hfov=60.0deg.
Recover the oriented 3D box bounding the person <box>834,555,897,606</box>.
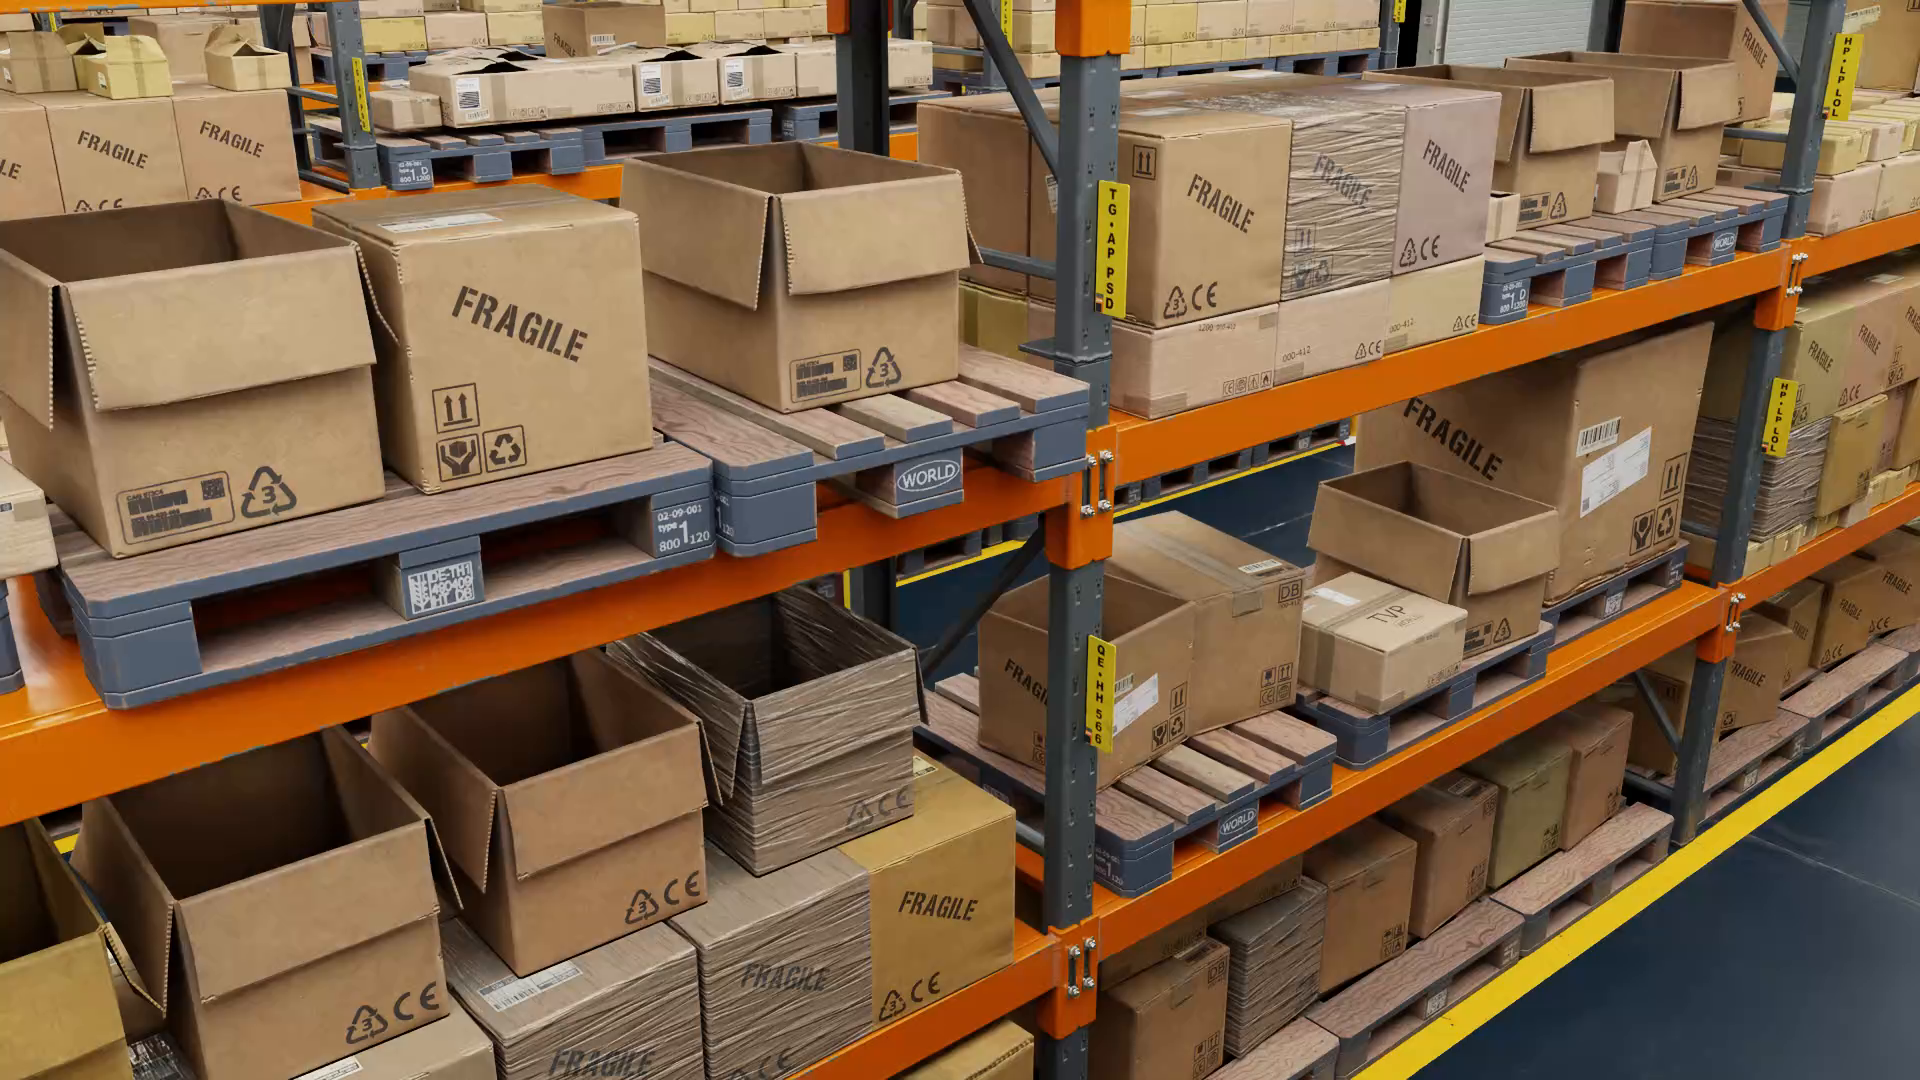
[{"bbox_3d":[-0.574,0.051,9.005,0.518,1.644,0.409,-18,27,-38],"label":"person"}]
